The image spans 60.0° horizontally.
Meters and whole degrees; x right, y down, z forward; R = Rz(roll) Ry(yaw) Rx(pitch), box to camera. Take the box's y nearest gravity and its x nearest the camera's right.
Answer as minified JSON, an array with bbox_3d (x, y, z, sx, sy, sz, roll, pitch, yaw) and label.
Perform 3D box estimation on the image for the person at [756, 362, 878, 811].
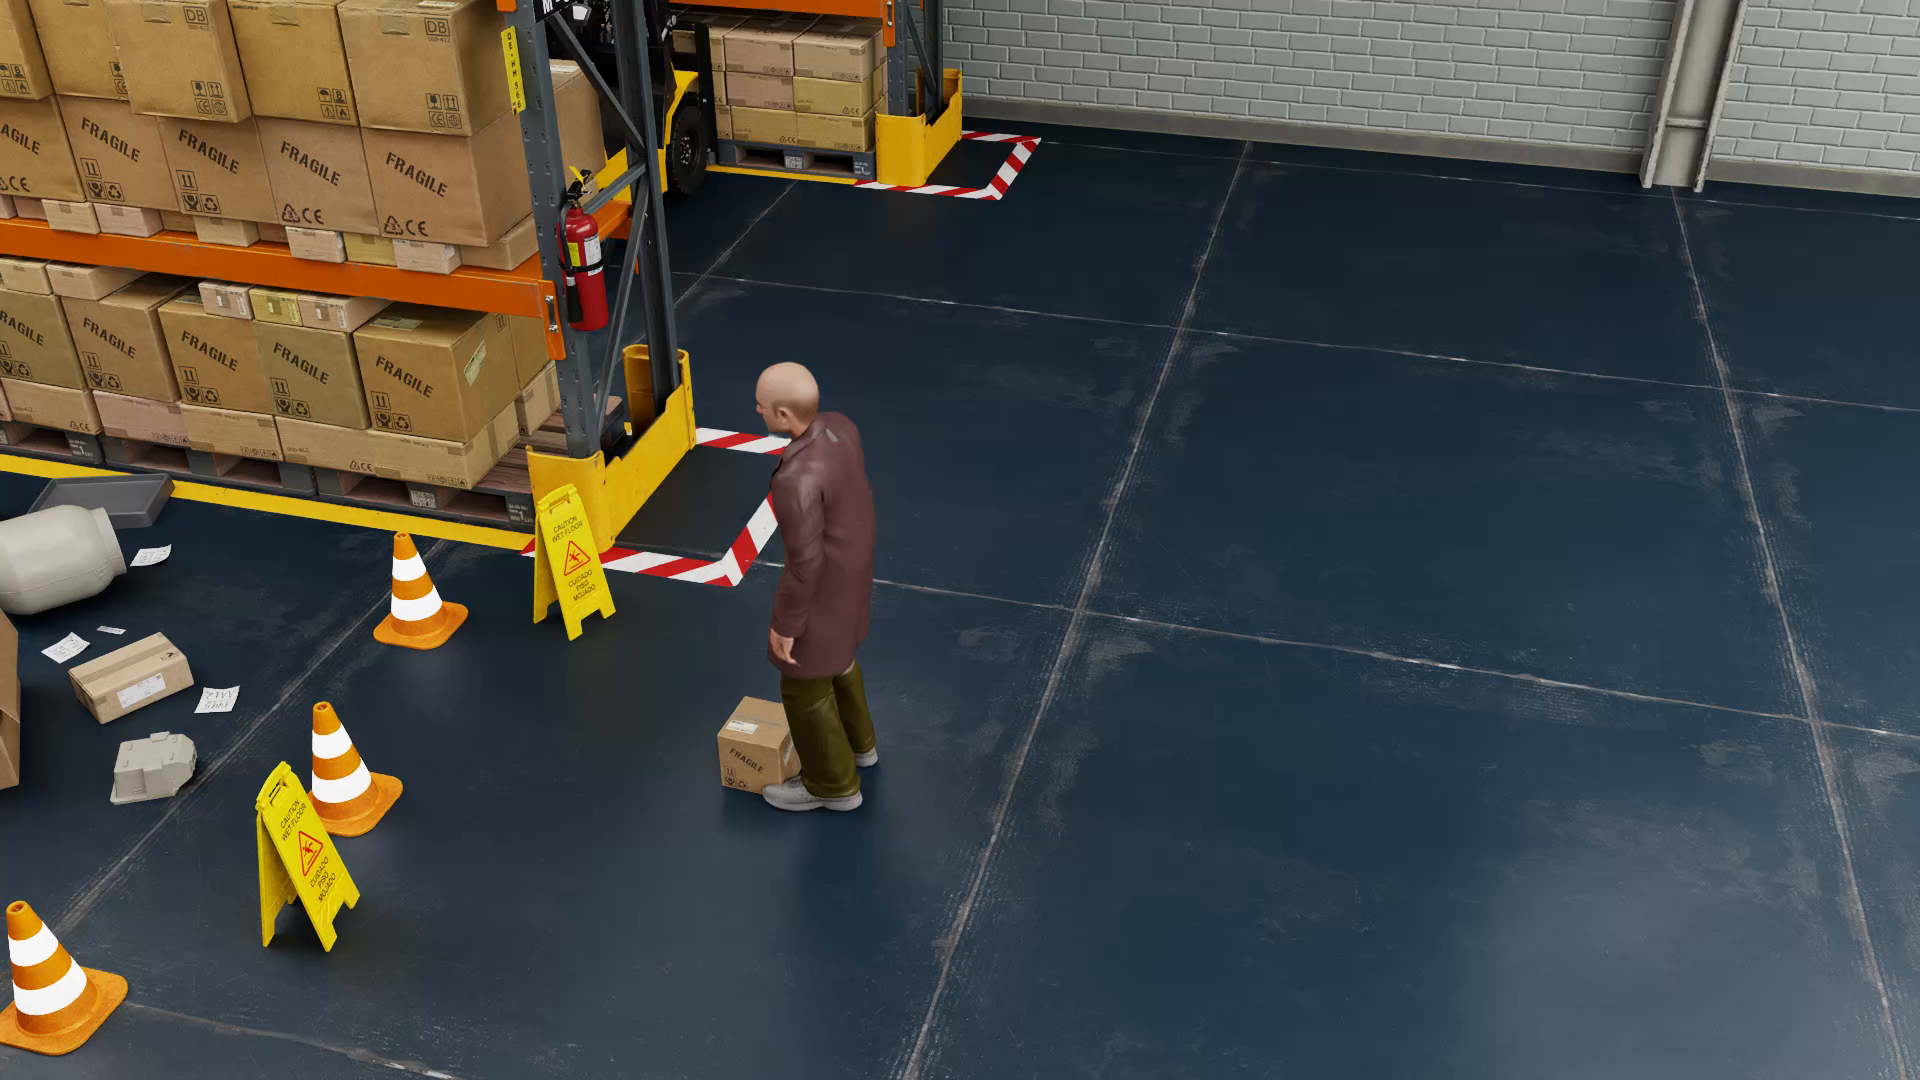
[{"bbox_3d":[-0.507,0.176,5.874,0.420,1.774,0.643,8,33,12],"label":"person"}]
